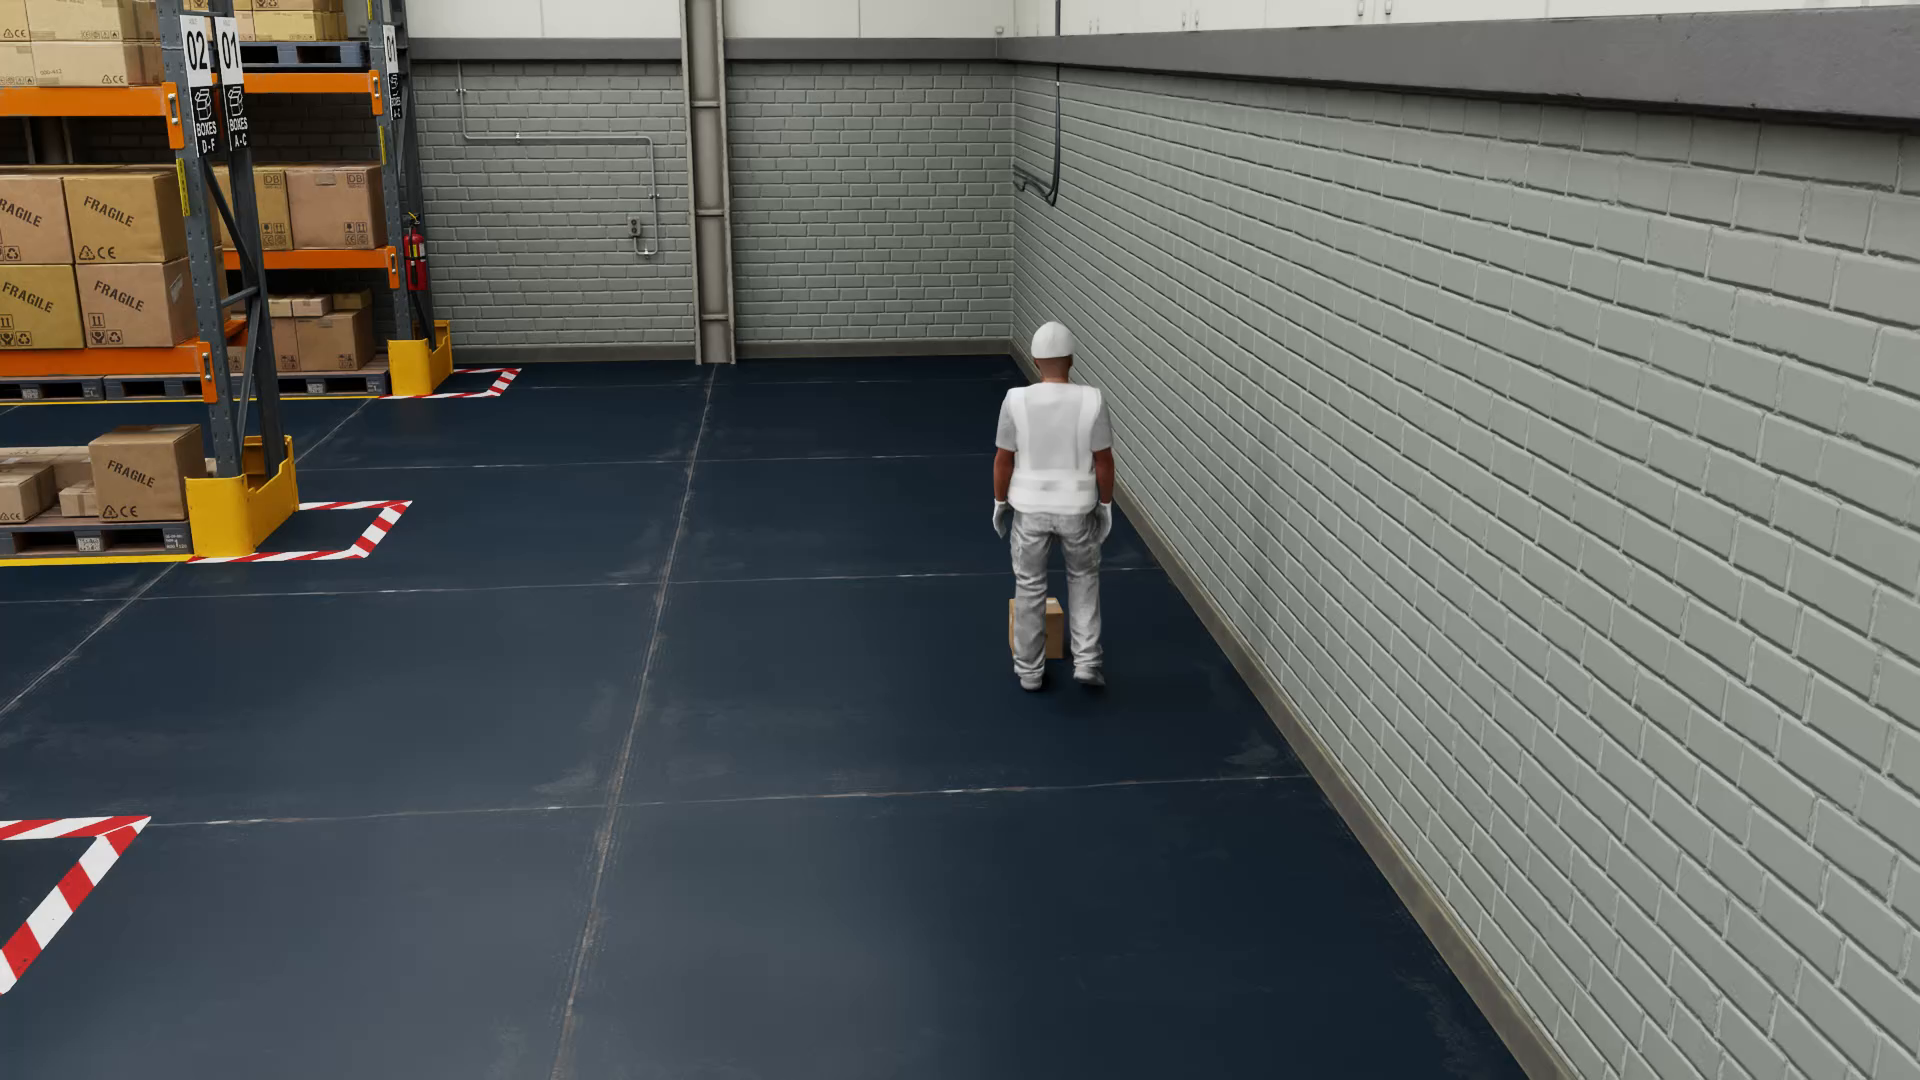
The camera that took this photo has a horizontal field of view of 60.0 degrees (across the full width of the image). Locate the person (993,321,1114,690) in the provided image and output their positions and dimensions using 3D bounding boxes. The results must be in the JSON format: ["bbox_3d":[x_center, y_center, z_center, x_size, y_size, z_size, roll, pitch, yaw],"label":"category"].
[{"bbox_3d":[0.442,-0.138,7.957,0.570,1.827,0.383,0,17,1],"label":"person"}]
